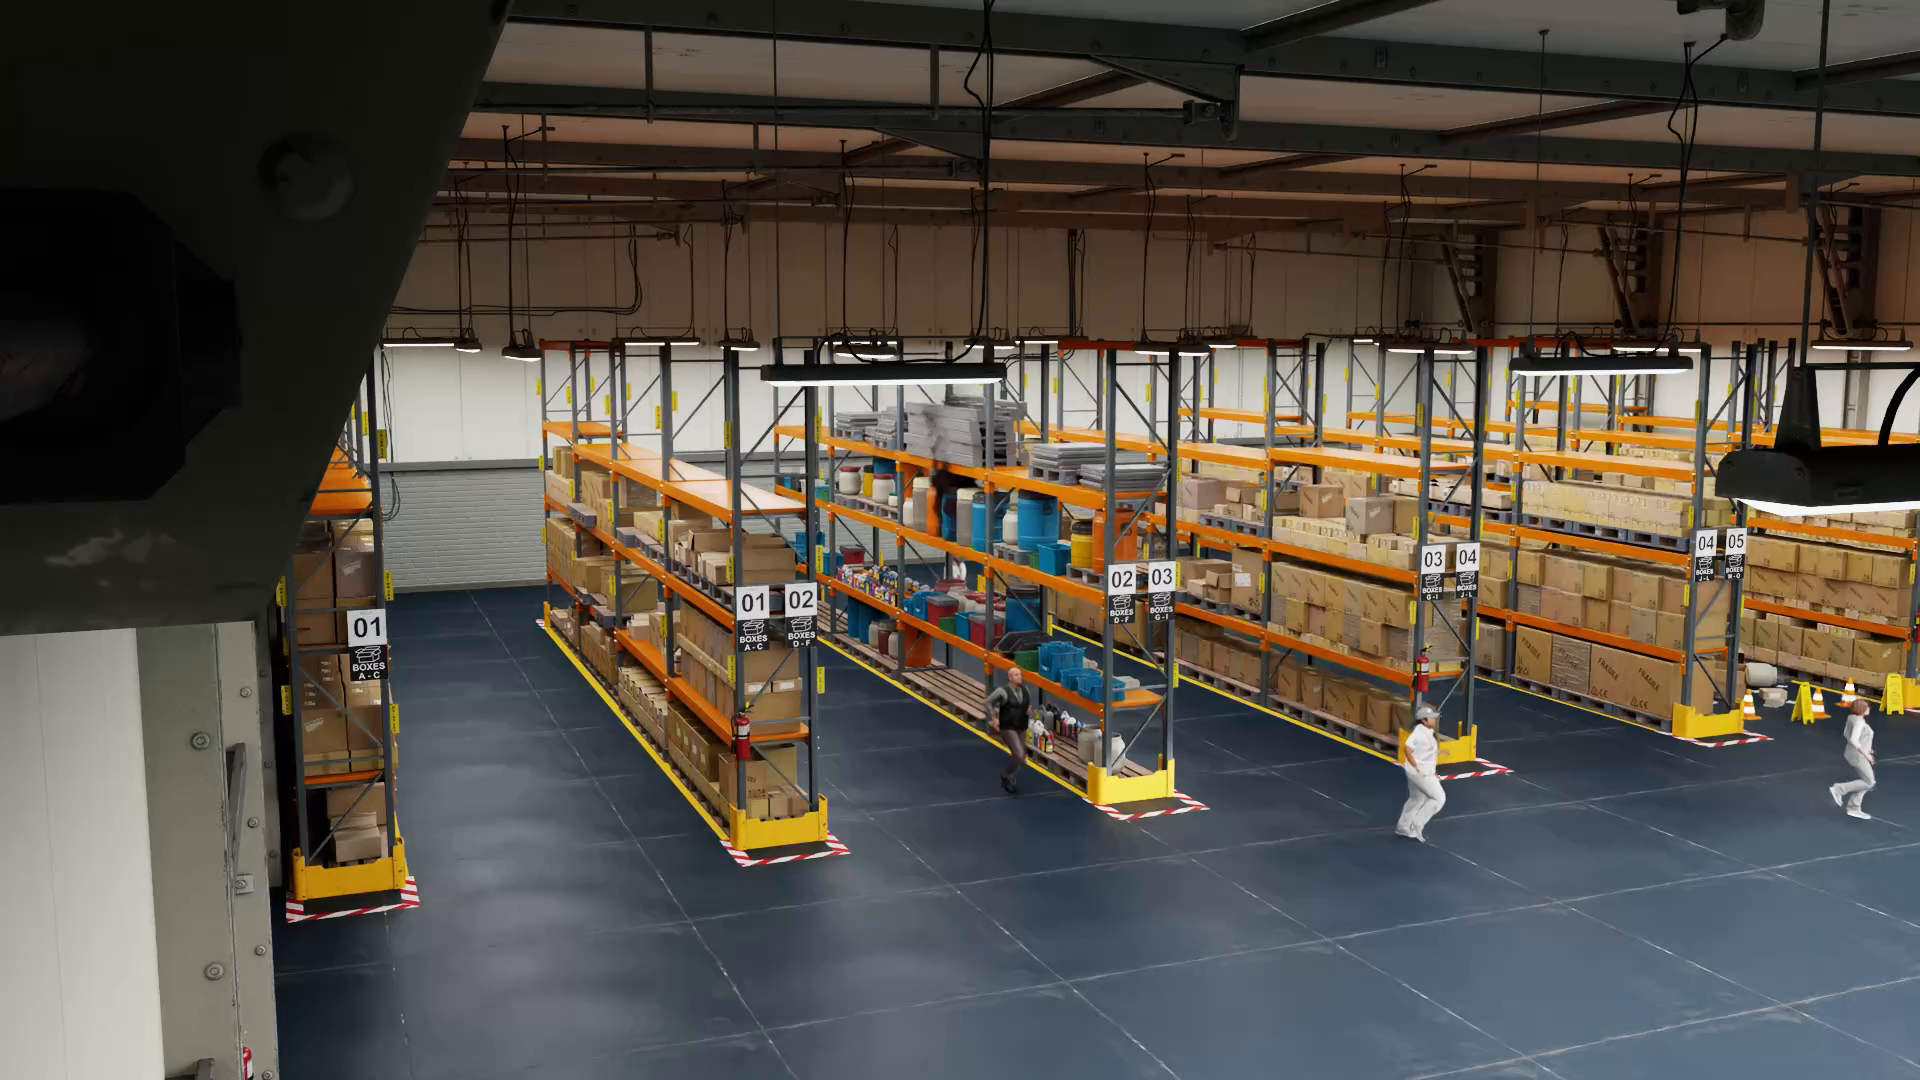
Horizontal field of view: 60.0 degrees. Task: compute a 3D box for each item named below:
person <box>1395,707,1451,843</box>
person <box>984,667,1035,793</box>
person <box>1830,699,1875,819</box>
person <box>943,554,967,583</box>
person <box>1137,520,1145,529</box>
[{"bbox_3d":[5.707,2.873,20.451,0.645,1.664,0.580,1,8,10],"label":"person"},{"bbox_3d":[0.746,2.569,22.441,0.644,1.698,0.642,-6,9,-38],"label":"person"},{"bbox_3d":[11.481,2.848,21.377,0.544,1.470,0.544,2,8,14],"label":"person"},{"bbox_3d":[-0.094,1.049,33.897,0.605,1.822,0.845,-4,8,-28],"label":"person"},{"bbox_3d":[4.117,0.295,39.509,0.761,1.746,1.024,0,7,2],"label":"person"}]
